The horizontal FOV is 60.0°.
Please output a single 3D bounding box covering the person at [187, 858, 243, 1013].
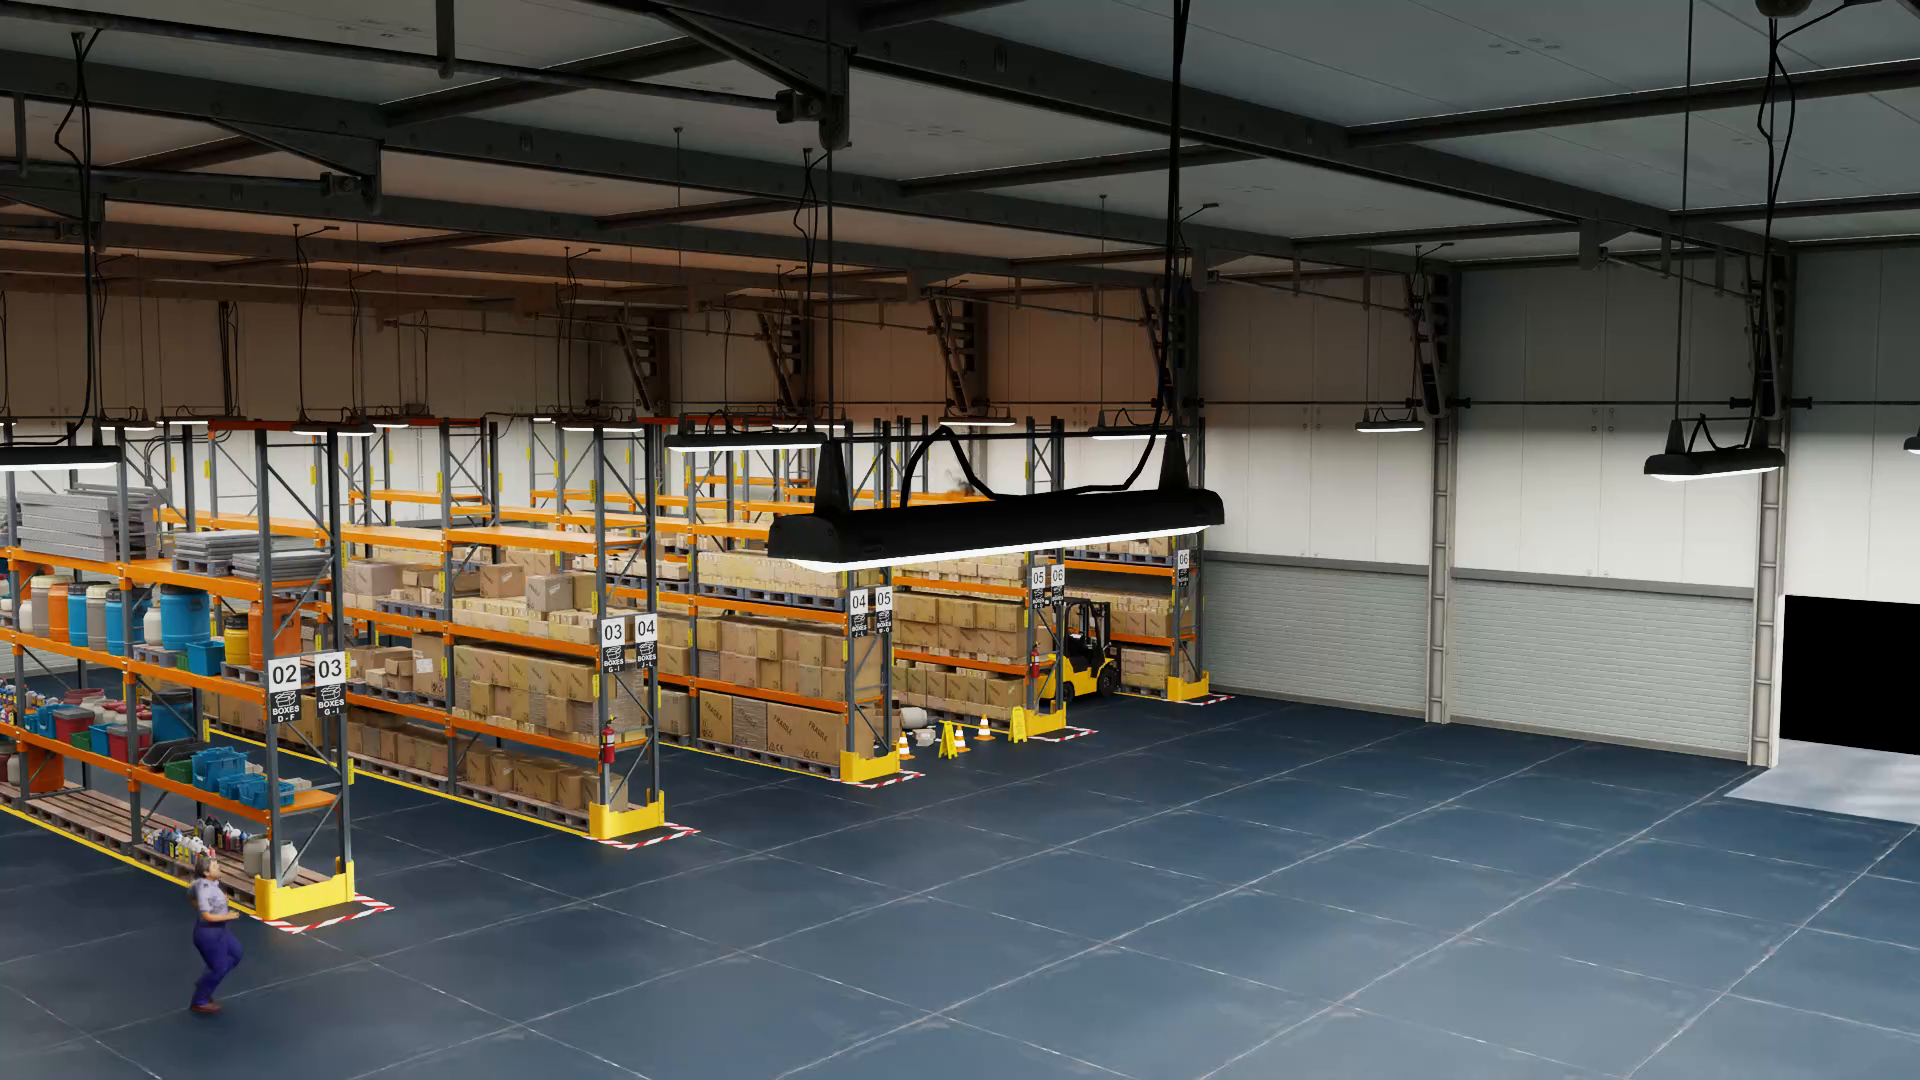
[{"bbox_3d":[-7.736,4.083,17.259,0.539,1.604,0.675,-2,5,-26],"label":"person"}]
